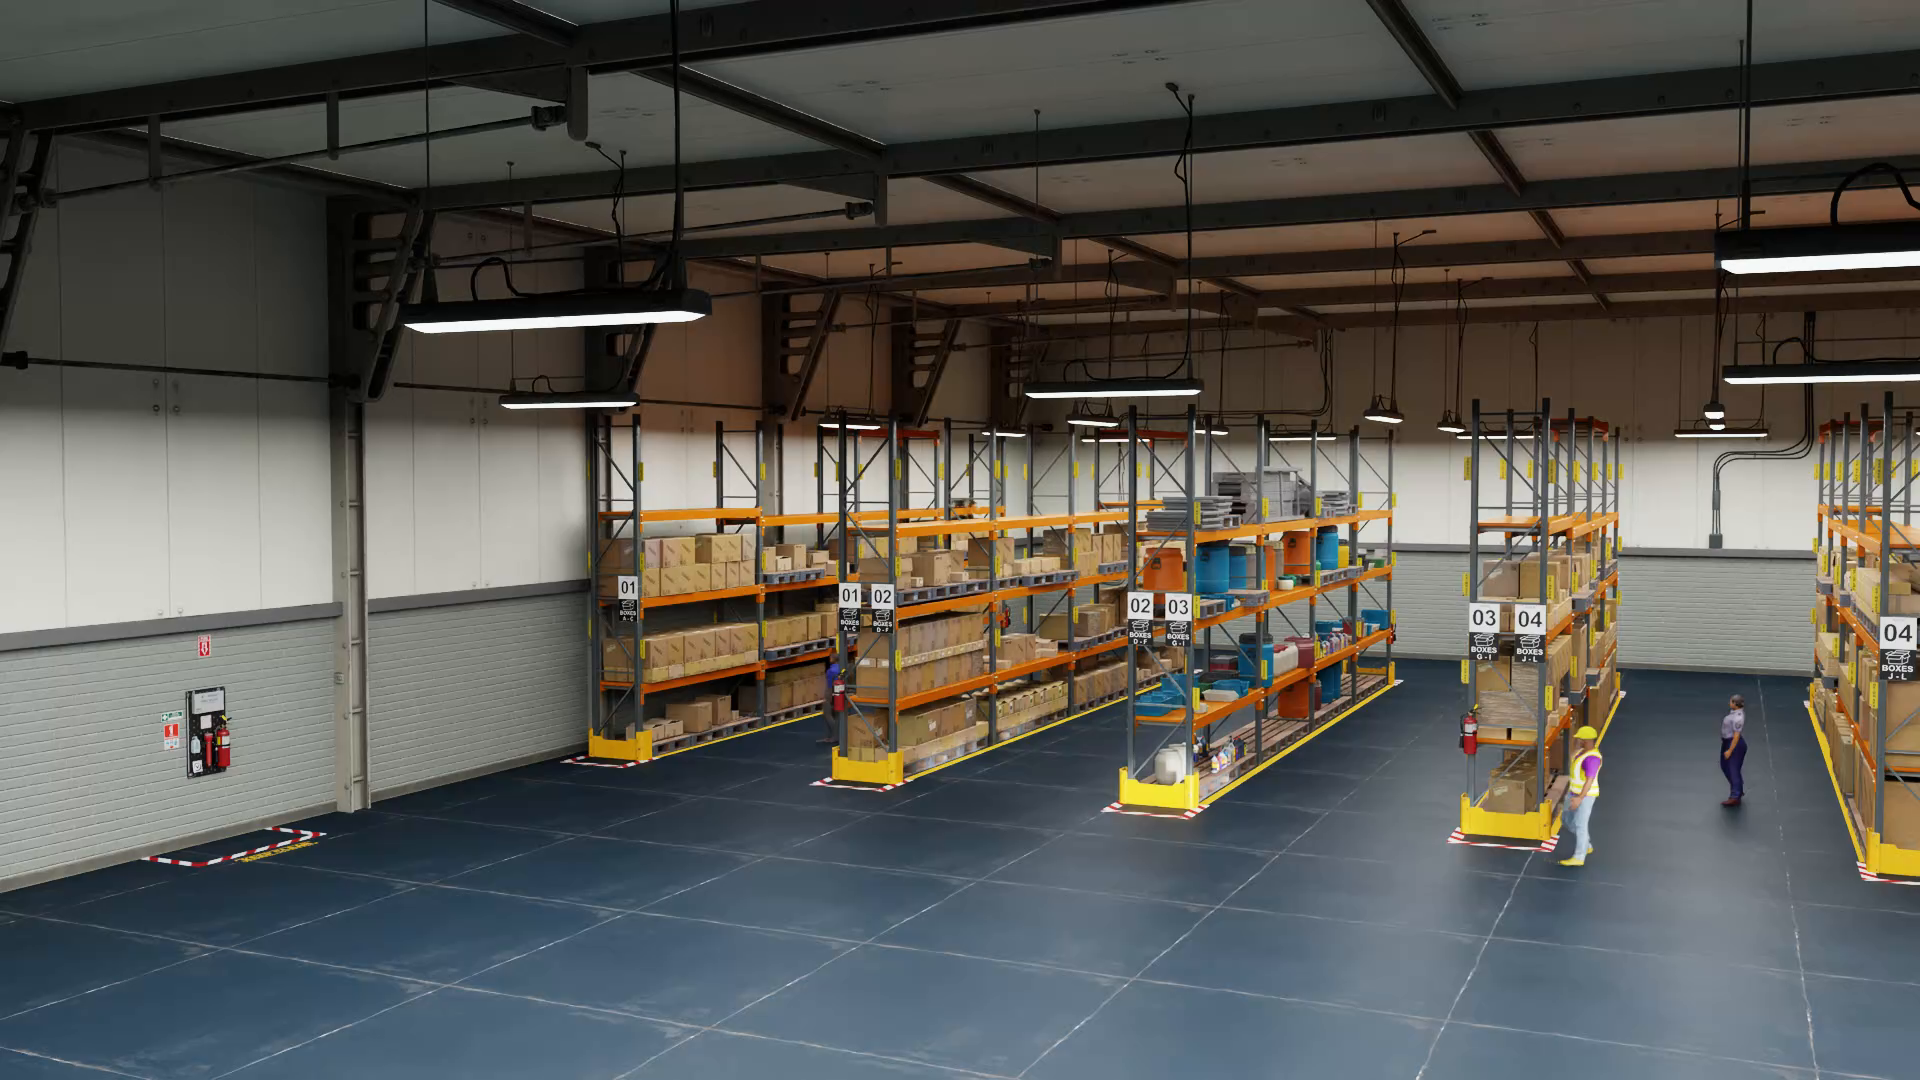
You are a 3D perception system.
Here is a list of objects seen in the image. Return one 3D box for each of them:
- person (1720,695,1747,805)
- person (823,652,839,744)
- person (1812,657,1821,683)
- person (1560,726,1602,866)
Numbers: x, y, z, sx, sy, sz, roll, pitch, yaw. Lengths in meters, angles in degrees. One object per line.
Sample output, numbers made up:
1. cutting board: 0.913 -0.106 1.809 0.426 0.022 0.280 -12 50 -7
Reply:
1. person: 11.685 3.170 25.111 0.403 1.675 0.594 1 2 12
2. person: -2.338 2.920 30.785 0.368 1.678 0.515 1 2 13
3. person: 19.707 2.551 37.690 0.910 1.673 0.552 -2 3 -34
4. person: 7.875 3.250 21.179 0.531 1.778 0.646 0 2 -2
